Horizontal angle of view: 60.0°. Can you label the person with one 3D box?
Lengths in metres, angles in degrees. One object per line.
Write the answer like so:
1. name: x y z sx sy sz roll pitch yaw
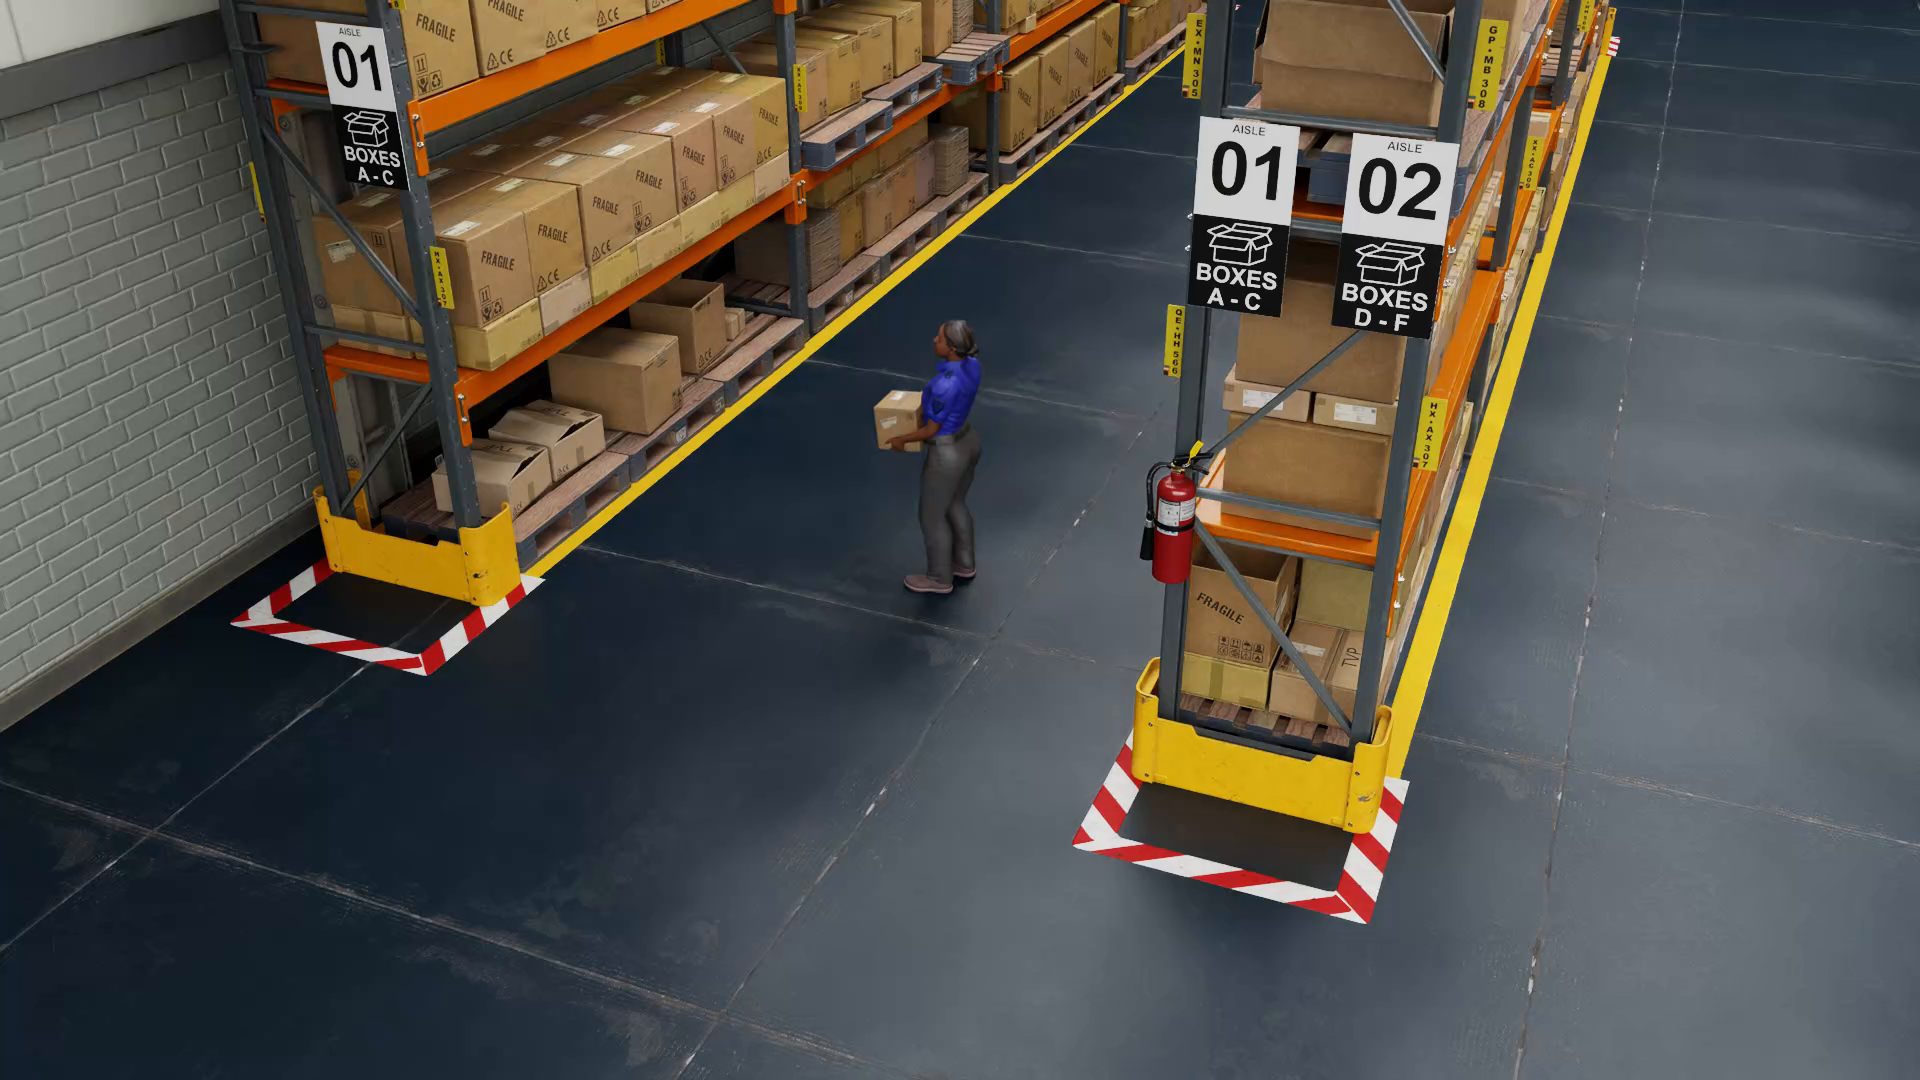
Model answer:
1. person: -0.136 -0.477 9.234 0.512 1.649 0.452 11 32 19
